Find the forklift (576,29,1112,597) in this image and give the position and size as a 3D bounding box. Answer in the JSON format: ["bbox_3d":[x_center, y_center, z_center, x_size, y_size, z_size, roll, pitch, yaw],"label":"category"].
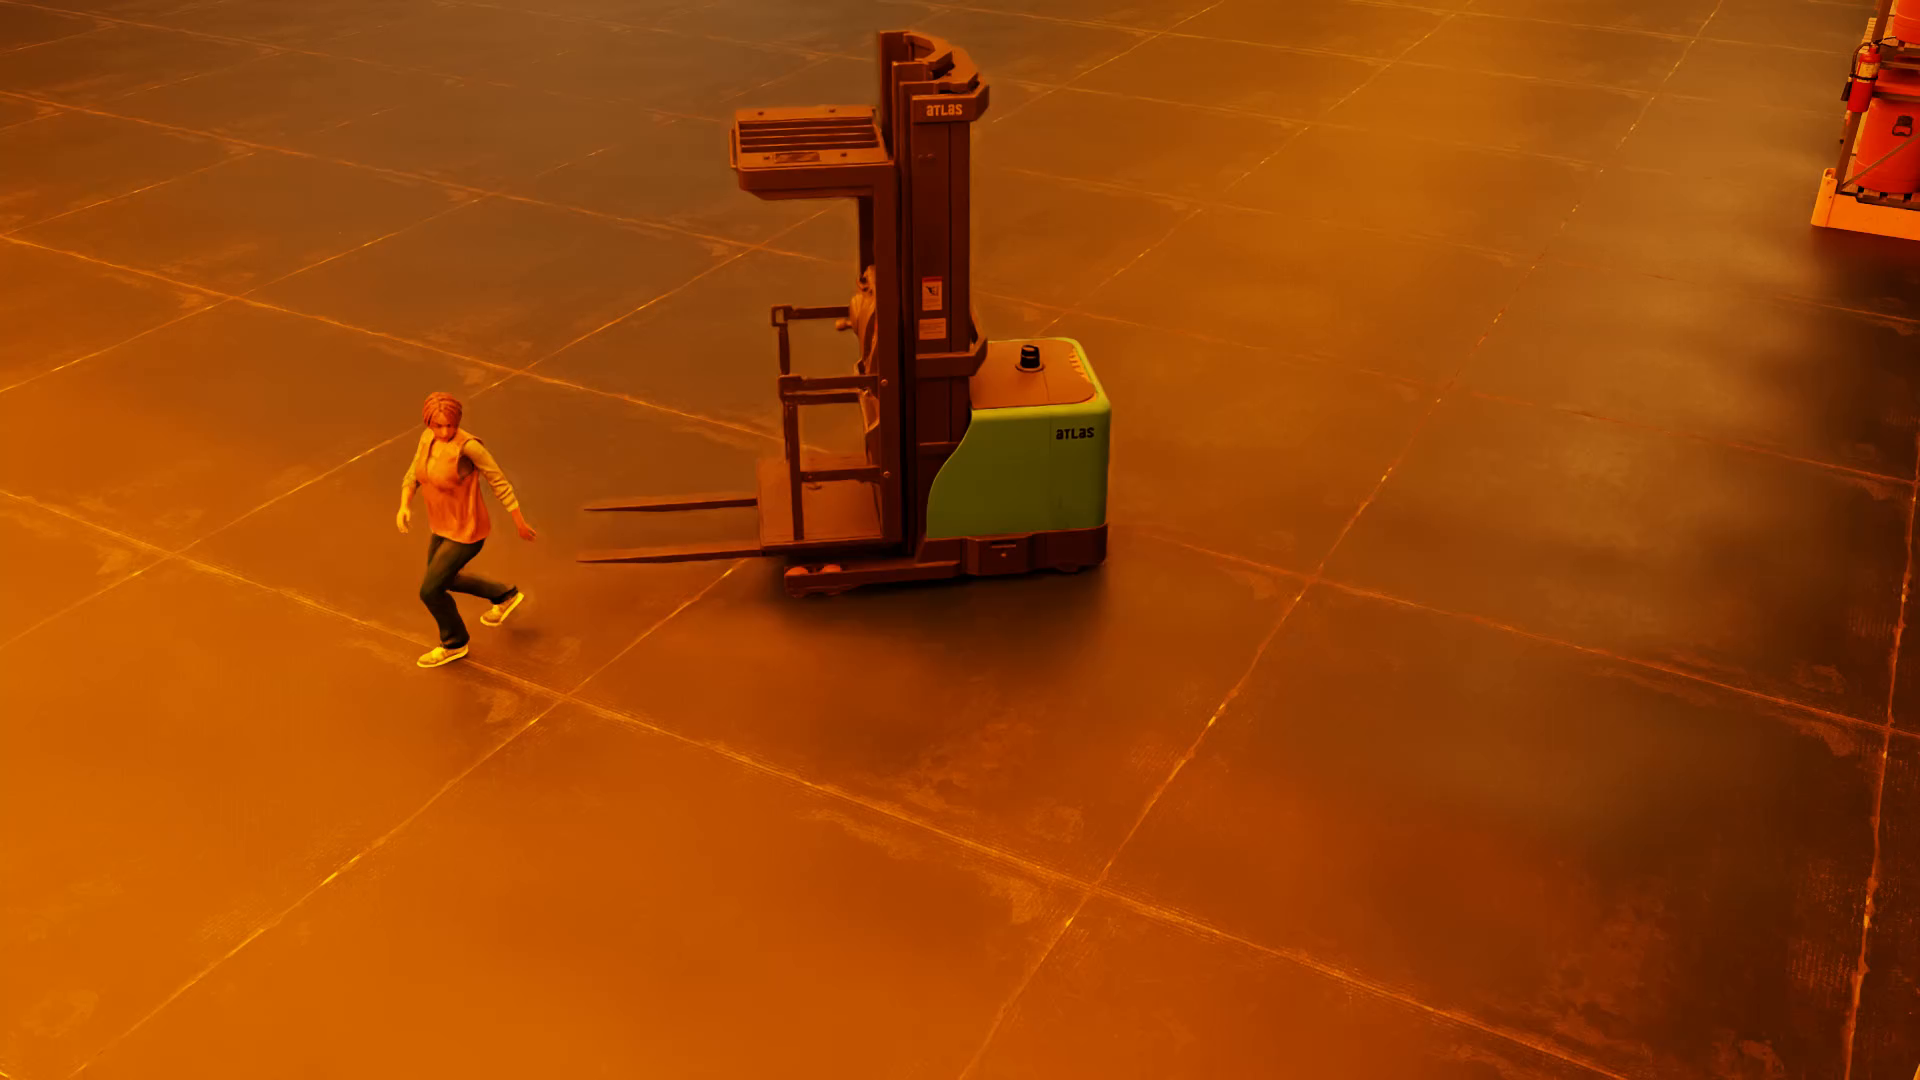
[{"bbox_3d":[-0.705,-1.227,9.197,3.031,2.935,1.130,-4,30,-7],"label":"forklift"}]

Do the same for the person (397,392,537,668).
[{"bbox_3d":[-2.586,-0.059,8.596,0.659,1.531,0.494,-20,36,-31],"label":"person"}]
